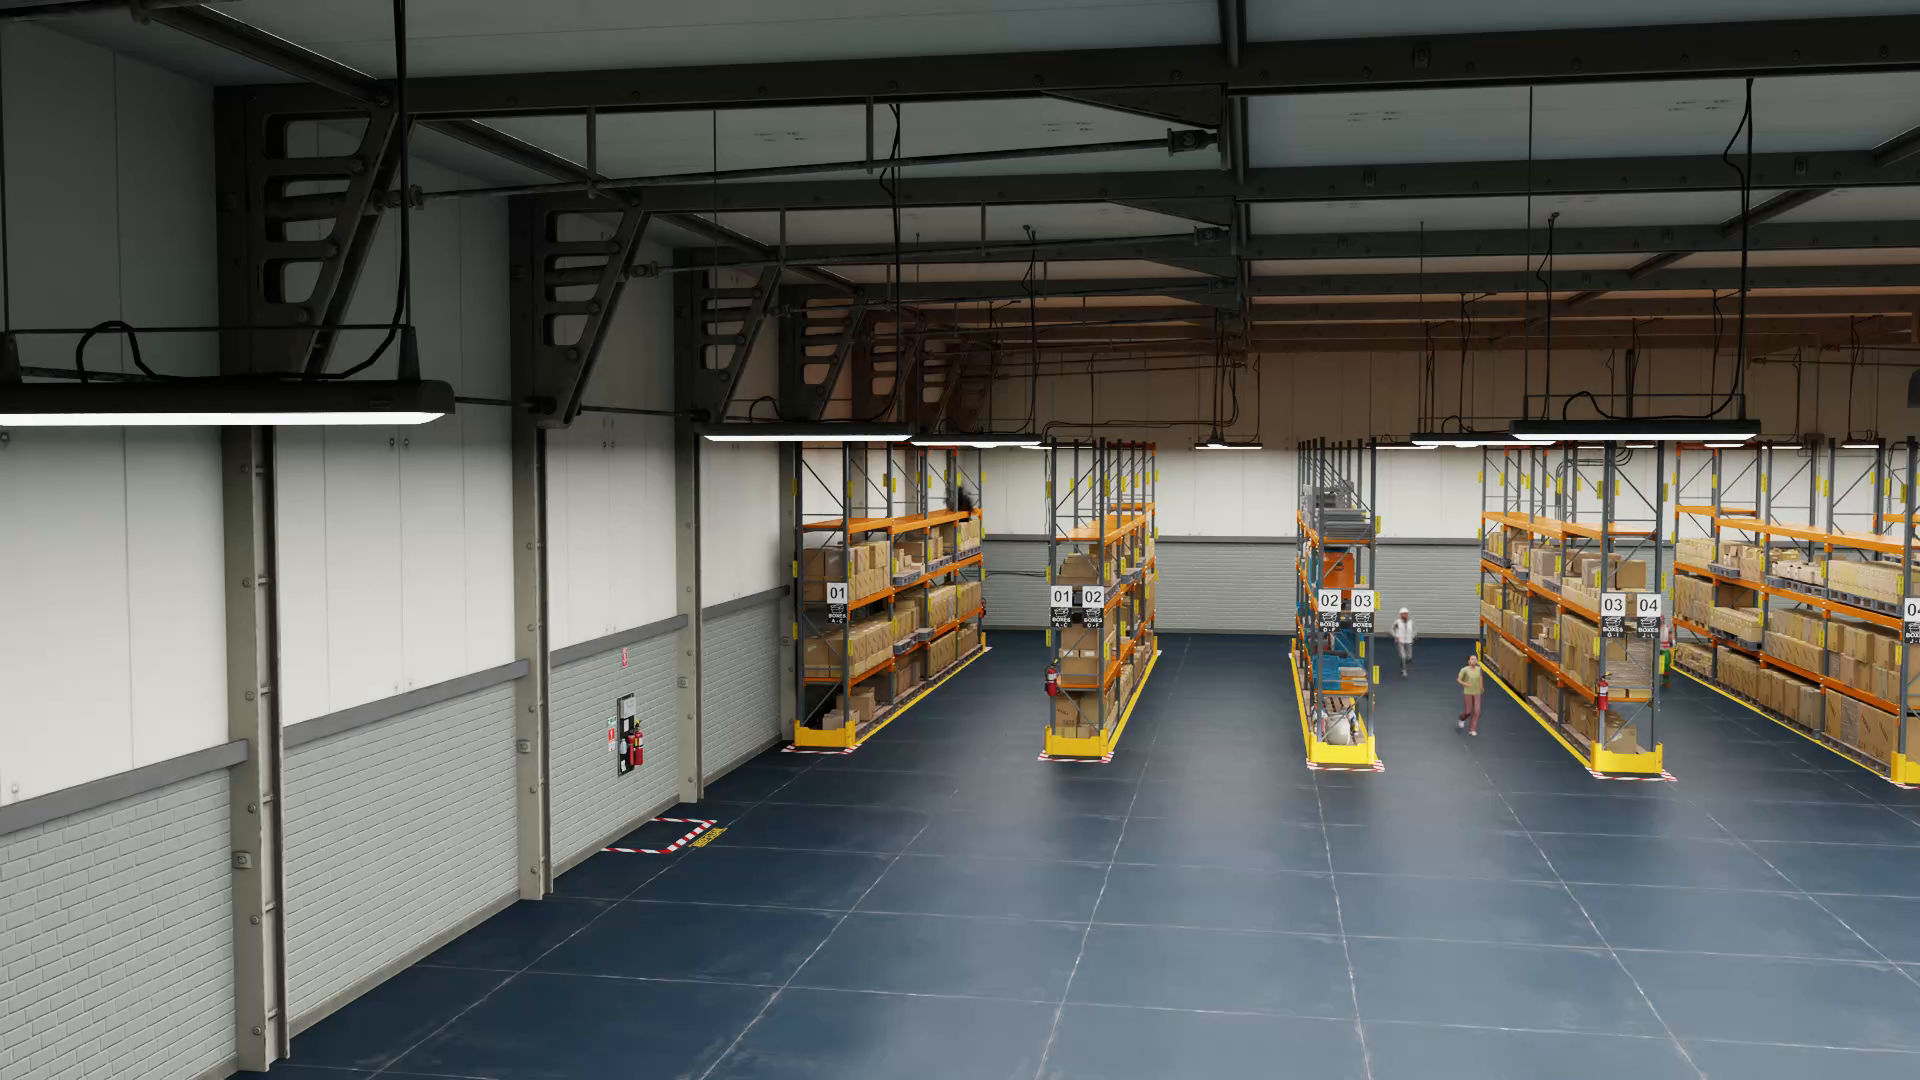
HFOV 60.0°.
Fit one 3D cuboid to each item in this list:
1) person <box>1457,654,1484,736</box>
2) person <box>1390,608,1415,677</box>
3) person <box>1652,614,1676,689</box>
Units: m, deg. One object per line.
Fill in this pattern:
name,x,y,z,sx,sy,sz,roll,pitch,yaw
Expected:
person,10.361,3.116,33.730,0.583,1.634,0.701,0,3,-7
person,11.351,2.611,42.629,0.676,1.744,0.571,0,3,-3
person,17.041,2.667,40.372,0.675,1.757,1.050,1,3,10
